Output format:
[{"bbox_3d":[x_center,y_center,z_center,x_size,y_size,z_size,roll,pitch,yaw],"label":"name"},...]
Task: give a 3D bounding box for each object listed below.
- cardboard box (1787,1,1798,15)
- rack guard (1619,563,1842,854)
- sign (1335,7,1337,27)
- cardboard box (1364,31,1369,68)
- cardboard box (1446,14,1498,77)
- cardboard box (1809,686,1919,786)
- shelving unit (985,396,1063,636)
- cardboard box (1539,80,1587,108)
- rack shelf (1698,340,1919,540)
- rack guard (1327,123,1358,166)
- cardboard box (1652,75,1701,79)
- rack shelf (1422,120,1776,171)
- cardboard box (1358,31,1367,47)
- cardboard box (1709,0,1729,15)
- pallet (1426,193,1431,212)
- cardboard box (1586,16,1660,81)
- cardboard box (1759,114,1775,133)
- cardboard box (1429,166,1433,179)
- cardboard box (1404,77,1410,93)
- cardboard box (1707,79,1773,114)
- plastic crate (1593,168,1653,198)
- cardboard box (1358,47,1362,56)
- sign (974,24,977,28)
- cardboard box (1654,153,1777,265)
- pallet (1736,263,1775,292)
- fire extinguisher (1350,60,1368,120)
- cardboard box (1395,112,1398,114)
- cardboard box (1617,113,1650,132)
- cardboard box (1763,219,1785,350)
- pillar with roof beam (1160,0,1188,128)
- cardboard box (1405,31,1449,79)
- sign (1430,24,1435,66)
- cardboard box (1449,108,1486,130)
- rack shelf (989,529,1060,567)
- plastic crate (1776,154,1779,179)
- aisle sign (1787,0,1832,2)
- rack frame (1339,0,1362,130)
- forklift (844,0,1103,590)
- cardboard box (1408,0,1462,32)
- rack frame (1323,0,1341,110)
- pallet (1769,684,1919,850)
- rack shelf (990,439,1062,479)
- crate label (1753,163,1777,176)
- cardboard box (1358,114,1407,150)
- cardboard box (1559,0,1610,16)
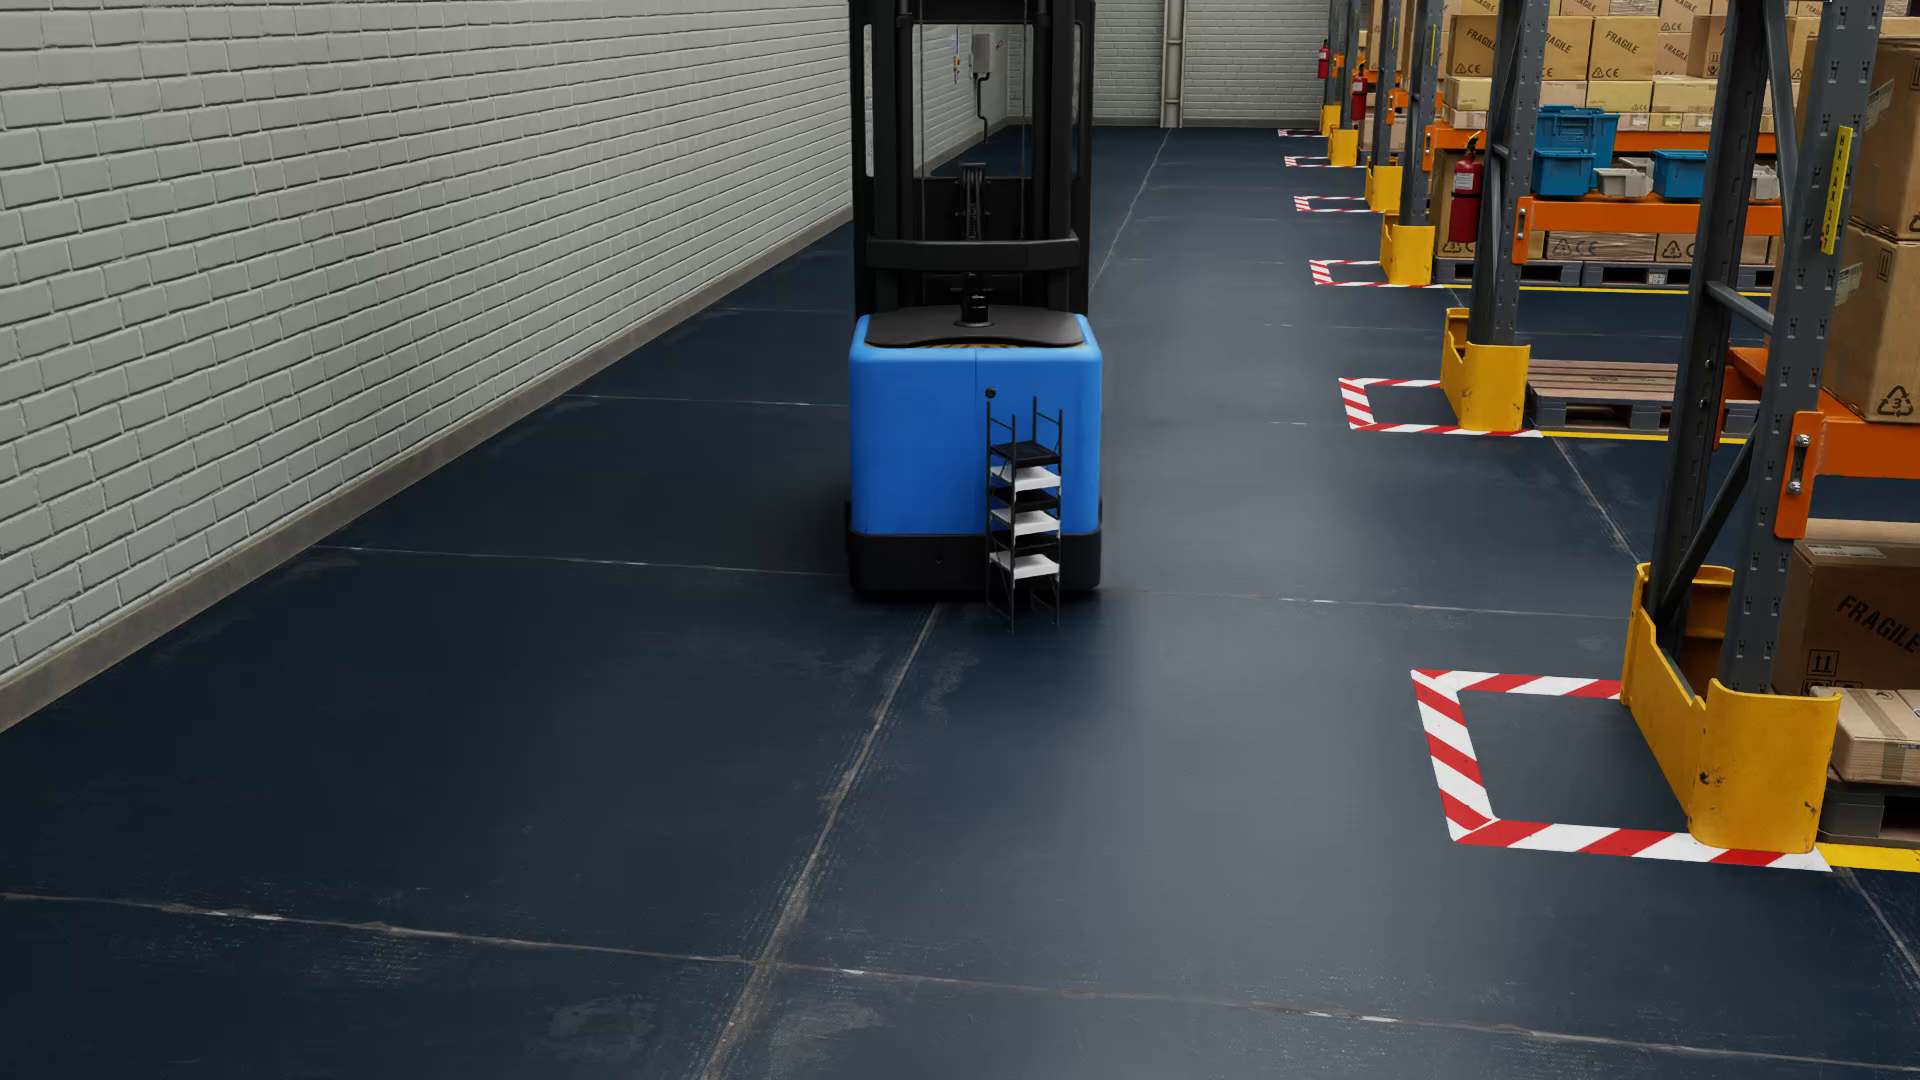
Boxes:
[{"bbox_3d":[10.883,-7.055,22.349,0.500,0.500,0.500,2,19,7],"label":"cardboard box"},{"bbox_3d":[2.472,0.507,5.420,0.348,0.500,1.175,3,19,9],"label":"rack guard"},{"bbox_3d":[6.241,-8.686,27.592,0.005,0.325,0.100,3,19,9],"label":"sign"},{"bbox_3d":[6.062,-6.996,23.748,0.500,0.500,0.500,3,19,9],"label":"cardboard box"},{"bbox_3d":[4.494,-4.269,14.340,0.500,0.500,0.500,3,19,9],"label":"cardboard box"},{"bbox_3d":[2.755,0.590,5.033,0.250,0.149,0.380,3,19,9],"label":"cardboard box"},{"bbox_3d":[0.250,-0.095,6.588,0.210,0.900,0.258,-8,20,-24],"label":"shelving unit"},{"bbox_3d":[4.917,-3.722,13.890,0.500,0.250,0.500,3,19,8],"label":"cardboard box"},{"bbox_3d":[4.371,-0.240,4.848,4.000,0.370,1.077,3,19,9],"label":"rack shelf"},{"bbox_3d":[5.520,-5.706,23.989,0.348,0.500,1.175,3,19,9],"label":"rack guard"},{"bbox_3d":[6.010,-3.838,14.235,0.500,0.250,0.500,3,19,9],"label":"cardboard box"},{"bbox_3d":[5.946,-3.344,14.123,4.000,0.370,1.077,3,19,9],"label":"rack shelf"},{"bbox_3d":[6.732,-8.408,27.893,0.500,0.250,0.500,3,19,9],"label":"cardboard box"},{"bbox_3d":[8.300,-5.734,17.933,0.500,0.500,0.500,2,19,7],"label":"cardboard box"},{"bbox_3d":[5.730,-3.956,19.215,1.213,0.211,1.003,3,19,9],"label":"pallet"},{"bbox_3d":[5.409,-4.053,13.695,0.500,0.500,0.500,2,19,7],"label":"cardboard box"},{"bbox_3d":[6.552,-3.429,13.642,0.250,0.149,0.380,3,19,10],"label":"cardboard box"},{"bbox_3d":[5.335,-4.216,18.958,0.250,0.149,0.380,4,19,11],"label":"cardboard box"},{"bbox_3d":[5.126,-5.096,18.623,0.250,0.149,0.380,3,19,8],"label":"cardboard box"},{"bbox_3d":[6.428,-3.645,13.658,0.500,0.250,0.500,3,19,10],"label":"cardboard box"},{"bbox_3d":[3.681,-1.979,9.234,0.298,0.136,0.250,3,19,9],"label":"plastic crate"},{"bbox_3d":[6.608,-8.224,27.971,0.250,0.149,0.380,3,19,8],"label":"cardboard box"},{"bbox_3d":[0.236,-8.202,26.208,0.001,0.242,0.339,3,19,9],"label":"sign"},{"bbox_3d":[6.393,-2.879,14.288,0.875,0.875,0.875,3,19,9],"label":"cardboard box"},{"bbox_3d":[7.182,-2.324,14.338,1.213,0.211,1.003,3,19,9],"label":"pallet"},{"bbox_3d":[4.682,-5.278,19.480,0.183,0.674,0.296,3,19,9],"label":"fire extinguisher"},{"bbox_3d":[7.329,-7.198,28.342,0.250,0.149,0.380,2,19,6],"label":"cardboard box"},{"bbox_3d":[5.540,-3.481,13.796,0.250,0.149,0.380,3,19,8],"label":"cardboard box"},{"bbox_3d":[2.882,-0.792,5.207,0.500,0.500,0.500,3,19,10],"label":"cardboard box"},{"bbox_3d":[3.125,-10.360,24.504,0.400,9.000,9.100,3,19,9],"label":"pillar with roof beam"},{"bbox_3d":[5.257,-5.414,18.550,0.500,0.500,0.500,4,19,11],"label":"cardboard box"},{"bbox_3d":[3.878,-4.060,13.641,0.005,0.325,0.100,3,19,9],"label":"sign"},{"bbox_3d":[4.270,-3.545,13.987,0.250,0.149,0.380,3,19,9],"label":"cardboard box"},{"bbox_3d":[0.250,0.022,6.628,0.200,0.077,0.258,-8,20,-24],"label":"rack shelf"},{"bbox_3d":[4.677,-2.001,9.146,0.300,0.233,0.416,3,19,9],"label":"plastic crate"},{"bbox_3d":[2.283,-1.826,4.358,0.004,0.787,0.394,3,19,9],"label":"aisle sign"},{"bbox_3d":[5.543,-6.890,23.589,0.127,3.000,1.000,3,19,9],"label":"rack frame"},{"bbox_3d":[0.050,-1.594,7.870,1.130,2.935,3.031,0,19,-1],"label":"forklift"},{"bbox_3d":[5.259,-5.891,18.401,0.500,0.500,0.500,3,19,8],"label":"cardboard box"},{"bbox_3d":[6.327,-8.445,28.237,0.127,3.000,1.000,3,19,9],"label":"rack frame"},{"bbox_3d":[3.259,0.684,5.347,1.213,0.211,1.003,3,19,9],"label":"pallet"},{"bbox_3d":[0.250,-0.319,6.512,0.200,0.077,0.258,-8,20,-24],"label":"rack shelf"},{"bbox_3d":[4.582,-2.127,9.676,0.243,0.136,0.396,3,19,9],"label":"crate label"},{"bbox_3d":[6.211,-5.872,23.923,0.875,0.438,0.875,2,19,7],"label":"cardboard box"},{"bbox_3d":[6.772,-5.810,18.159,0.500,0.500,0.500,2,19,7],"label":"cardboard box"}]
